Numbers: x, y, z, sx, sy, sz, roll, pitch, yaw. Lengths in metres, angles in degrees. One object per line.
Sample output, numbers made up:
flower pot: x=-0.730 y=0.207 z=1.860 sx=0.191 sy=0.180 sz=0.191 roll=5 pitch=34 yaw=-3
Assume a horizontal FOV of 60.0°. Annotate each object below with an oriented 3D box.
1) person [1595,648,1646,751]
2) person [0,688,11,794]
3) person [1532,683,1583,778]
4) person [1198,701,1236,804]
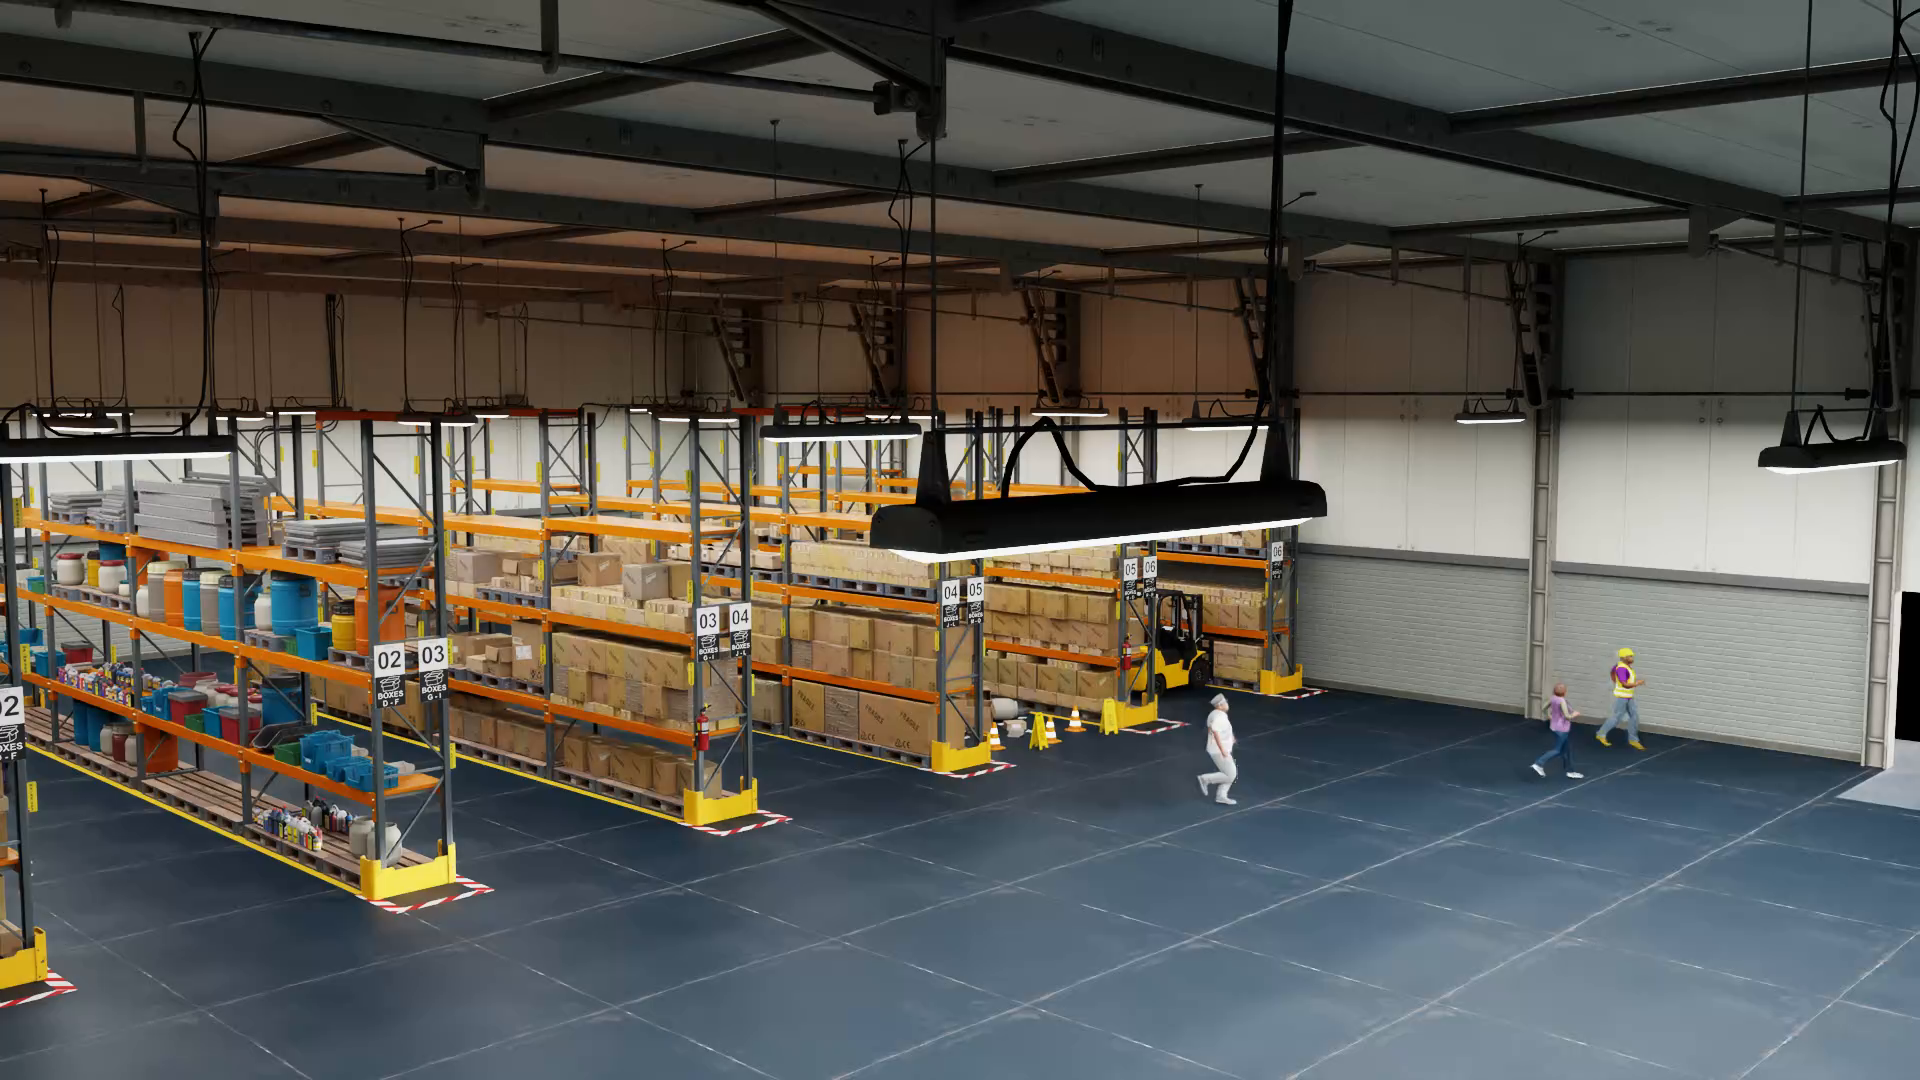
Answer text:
person: x=11.762 y=2.821 z=29.552 sx=0.833 sy=1.823 sz=0.703 roll=3 pitch=6 yaw=32
person: x=-15.292 y=3.146 z=26.522 sx=0.915 sy=1.657 sz=0.610 roll=5 pitch=7 yaw=44
person: x=9.768 y=3.114 z=27.123 sx=0.895 sy=1.583 sz=0.539 roll=0 pitch=5 yaw=-3
person: x=3.954 y=3.240 z=25.570 sx=0.633 sy=1.666 sz=0.667 roll=0 pitch=5 yaw=-1
